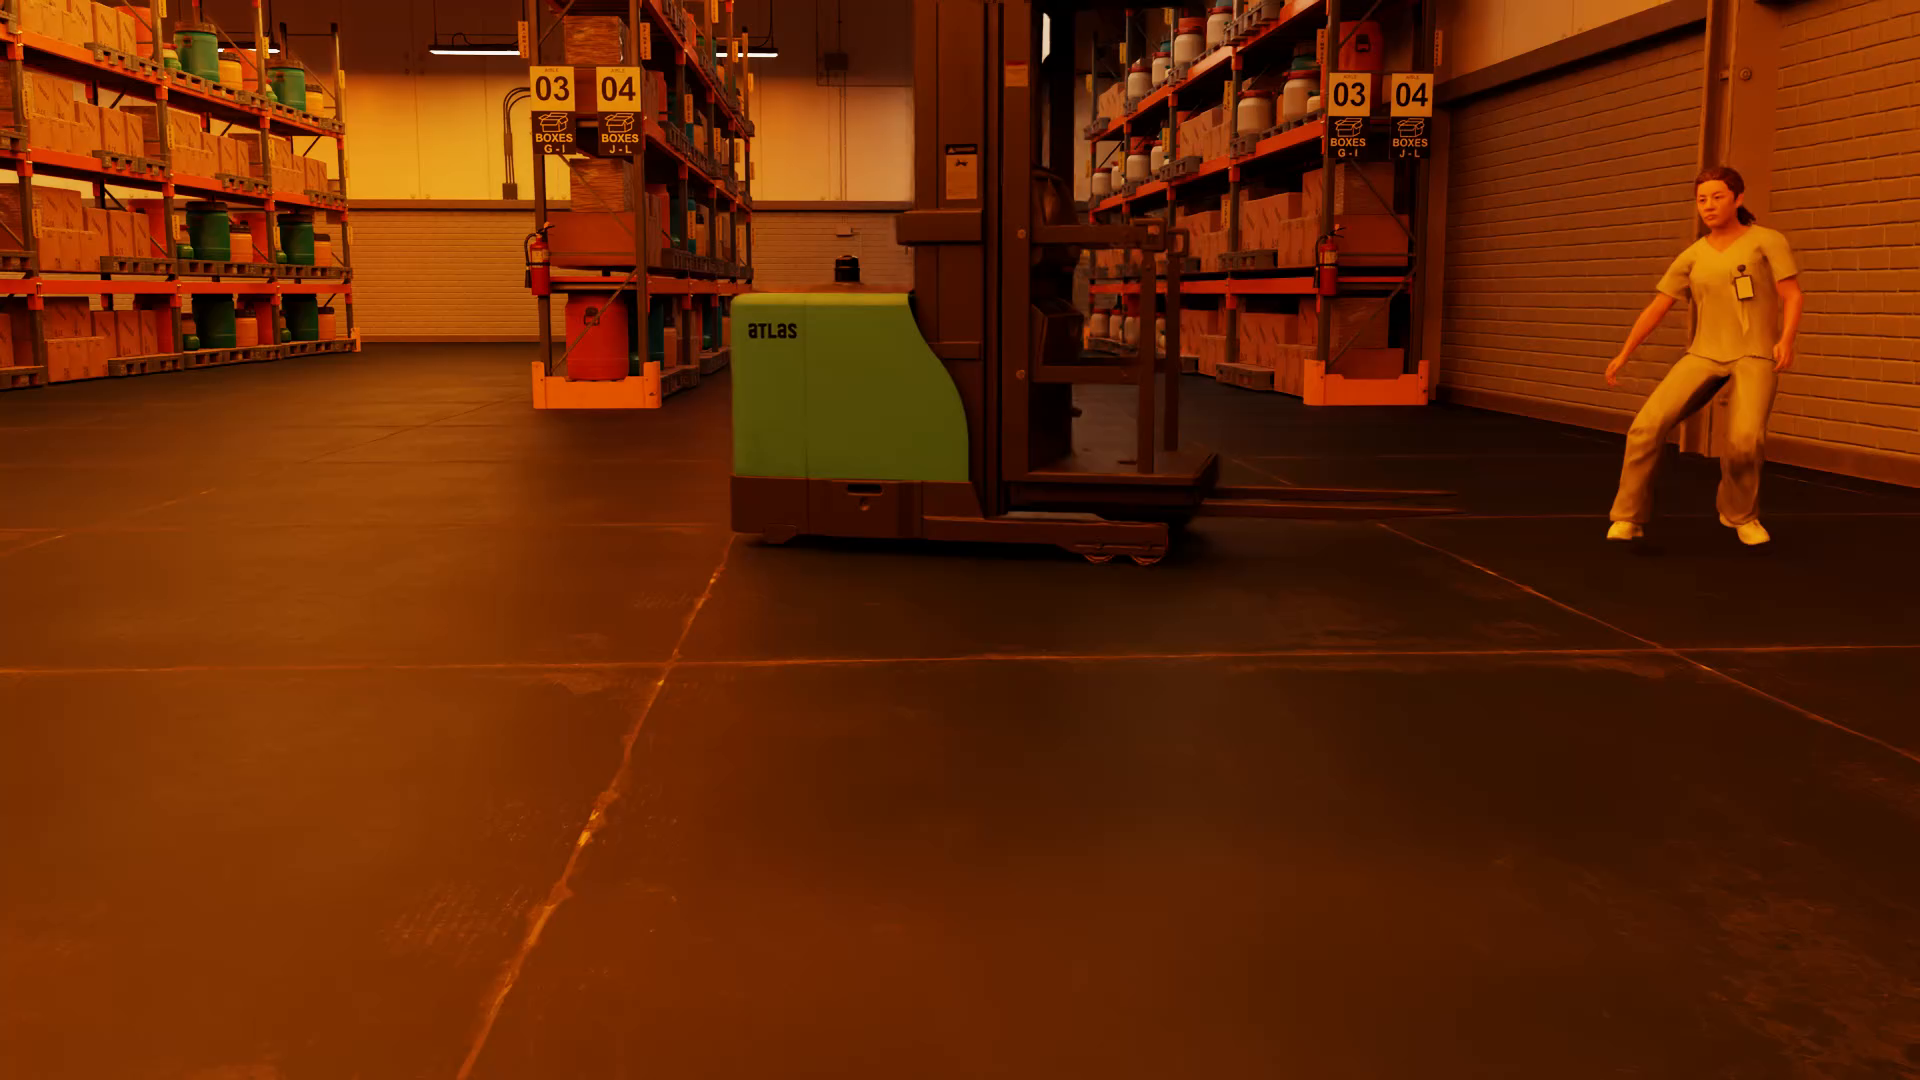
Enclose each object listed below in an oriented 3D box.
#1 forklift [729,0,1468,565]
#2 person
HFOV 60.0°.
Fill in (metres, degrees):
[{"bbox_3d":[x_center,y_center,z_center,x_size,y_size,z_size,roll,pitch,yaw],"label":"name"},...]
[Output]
[{"bbox_3d":[0.591,-1.436,7.002,3.031,2.935,1.130,2,9,13],"label":"forklift"},{"bbox_3d":[3.057,-0.752,6.828,0.719,1.549,0.547,8,11,42],"label":"person"}]
